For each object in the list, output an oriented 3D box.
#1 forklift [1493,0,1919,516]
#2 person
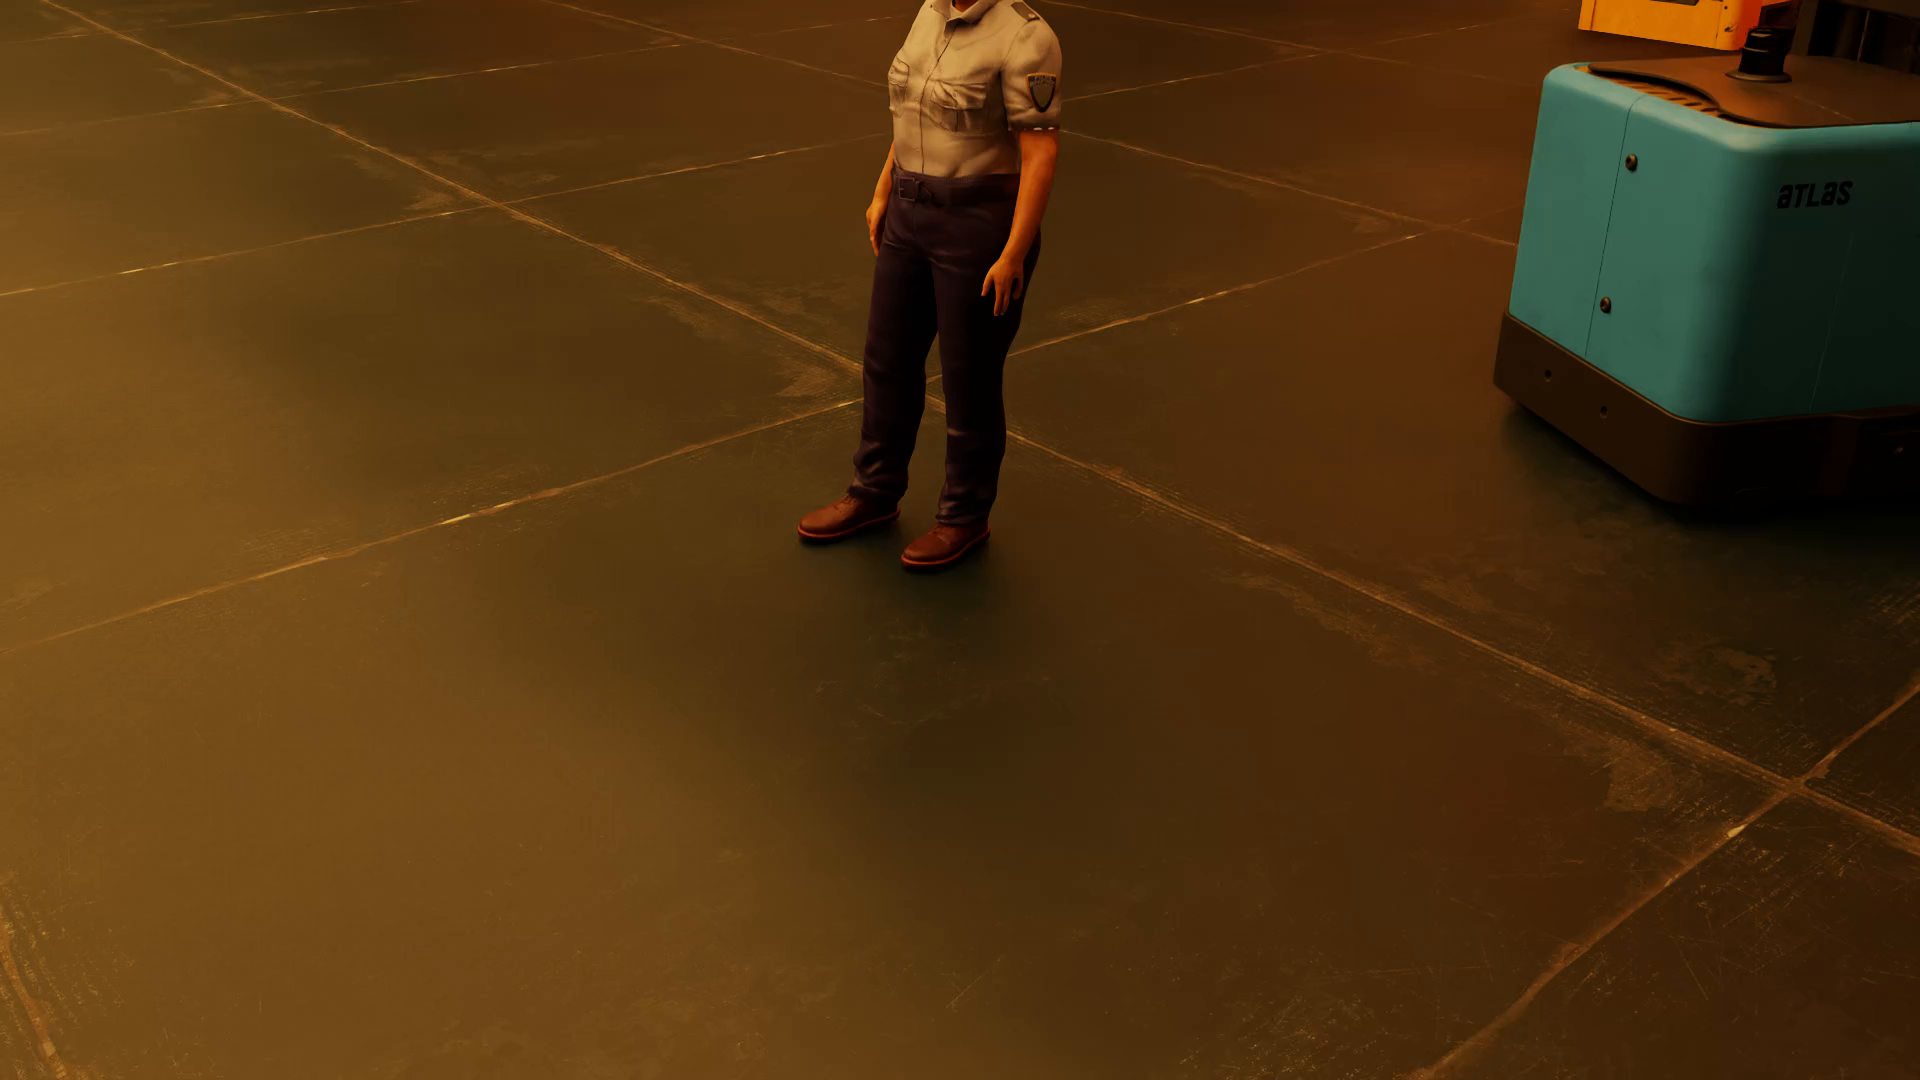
[{"bbox_3d":[3.290,-1.708,4.646,3.031,2.935,1.130,-6,27,-12],"label":"forklift"},{"bbox_3d":[-0.083,-0.727,4.096,0.503,1.650,0.599,-20,33,-35],"label":"person"}]
